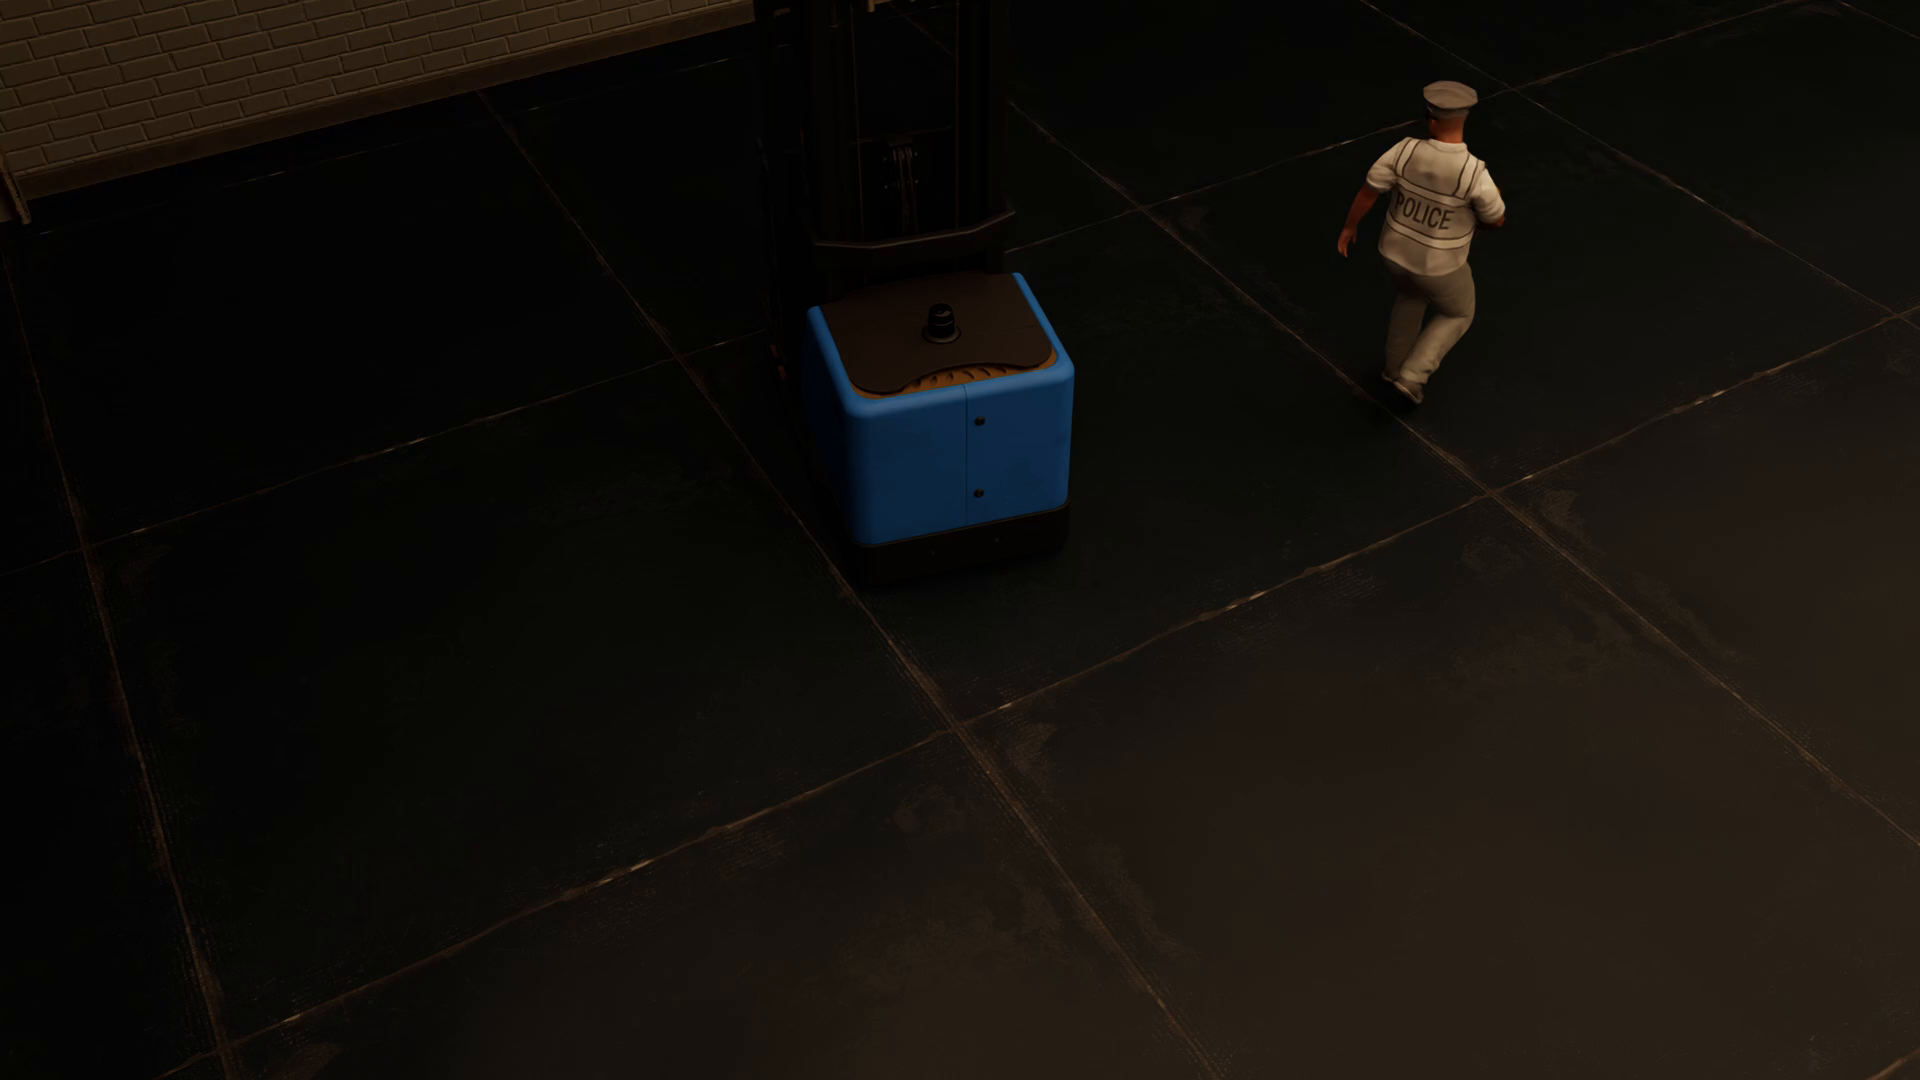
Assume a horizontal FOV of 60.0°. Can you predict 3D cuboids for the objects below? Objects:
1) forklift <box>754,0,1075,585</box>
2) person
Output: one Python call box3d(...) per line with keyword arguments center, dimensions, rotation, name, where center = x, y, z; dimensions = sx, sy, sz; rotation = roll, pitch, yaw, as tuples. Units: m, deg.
box3d(center=(-0.399, -1.887, 7.732), dimensions=(1.130, 2.935, 3.031), rotation=(-11, 44, -12), name="forklift")
box3d(center=(2.280, -1.452, 8.177), dimensions=(0.584, 1.700, 0.728), rotation=(-33, 52, -30), name="person")
